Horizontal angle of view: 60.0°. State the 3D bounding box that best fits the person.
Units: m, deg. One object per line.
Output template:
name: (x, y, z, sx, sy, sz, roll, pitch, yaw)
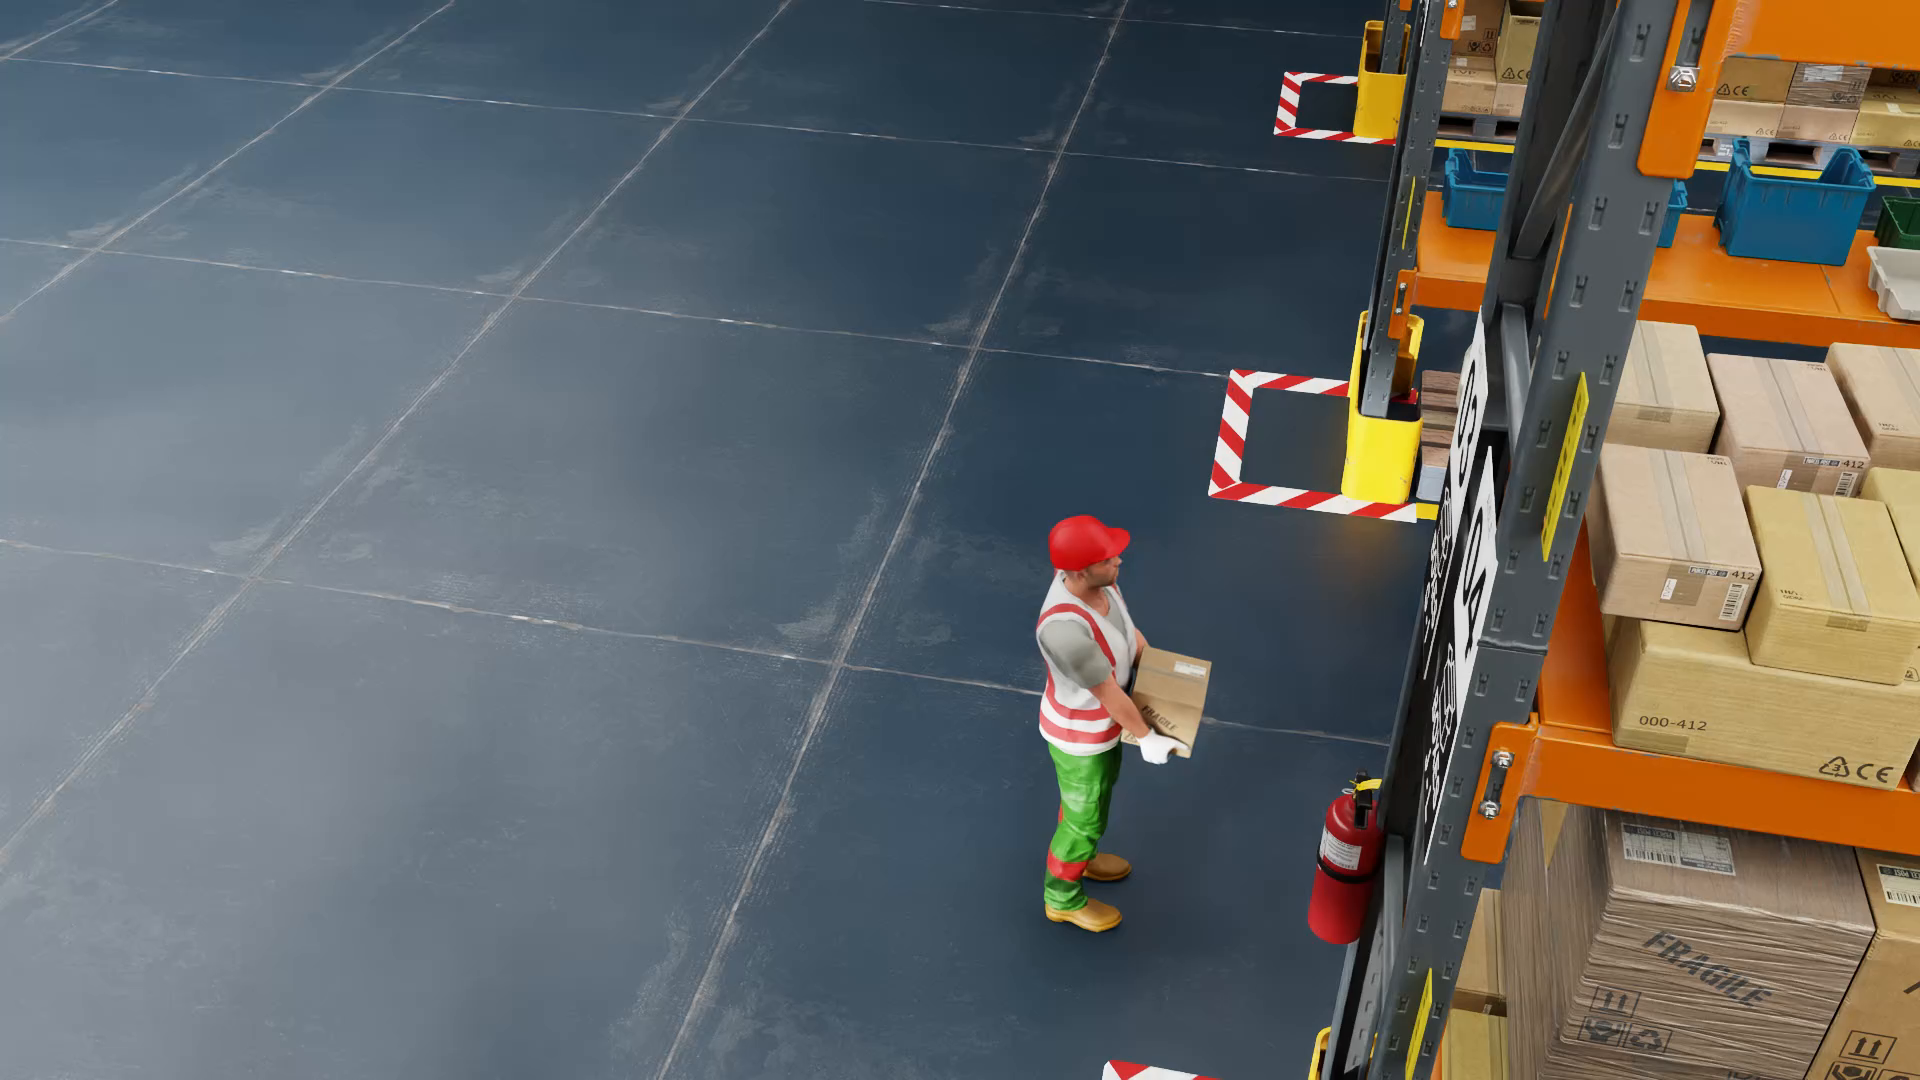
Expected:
person: (0.566, 0.672, 6.032, 0.567, 1.783, 0.494, 8, 37, 11)
